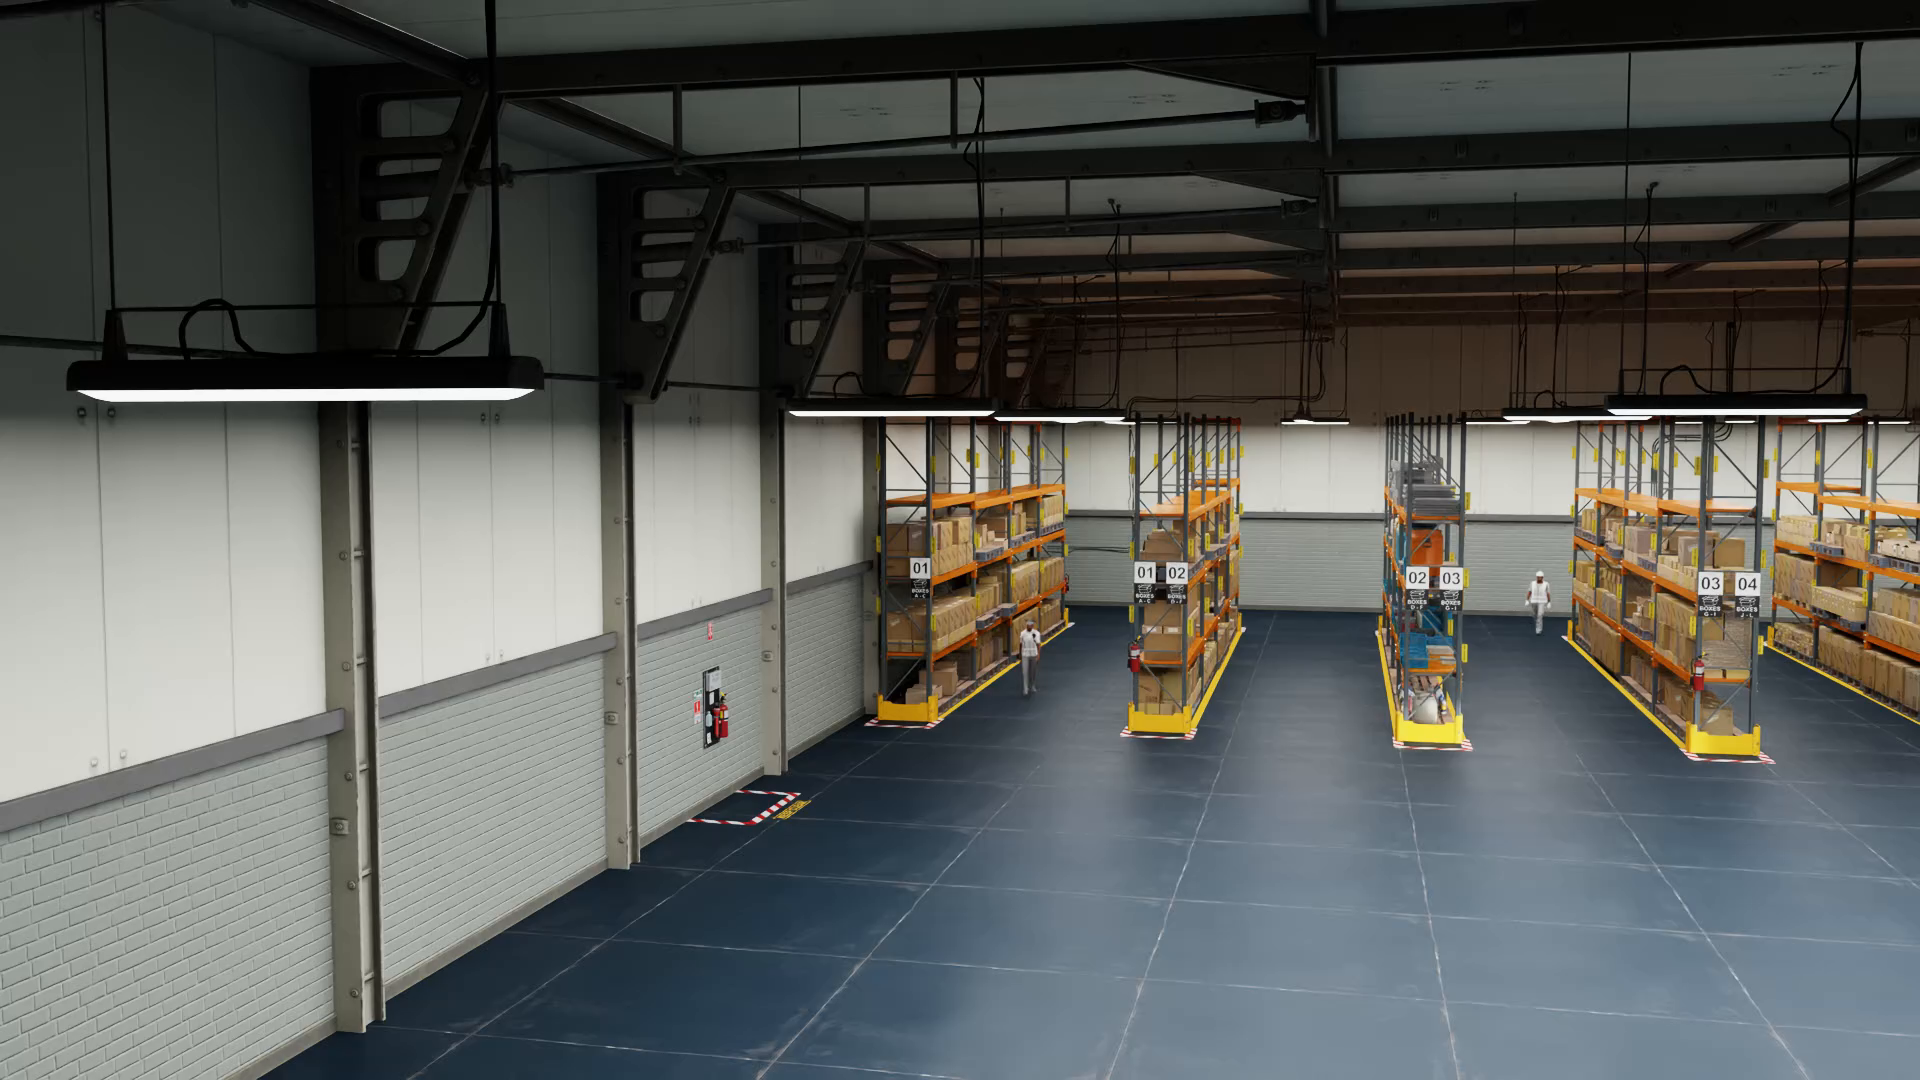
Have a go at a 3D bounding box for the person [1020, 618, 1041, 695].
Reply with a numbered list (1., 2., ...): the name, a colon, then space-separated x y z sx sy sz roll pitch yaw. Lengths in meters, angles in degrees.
1. person: 1.503 2.482 35.561 0.464 1.624 0.992 0 4 3

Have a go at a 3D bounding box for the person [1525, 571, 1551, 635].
1. person: 16.000 1.737 46.042 0.634 1.742 1.059 3 5 33
